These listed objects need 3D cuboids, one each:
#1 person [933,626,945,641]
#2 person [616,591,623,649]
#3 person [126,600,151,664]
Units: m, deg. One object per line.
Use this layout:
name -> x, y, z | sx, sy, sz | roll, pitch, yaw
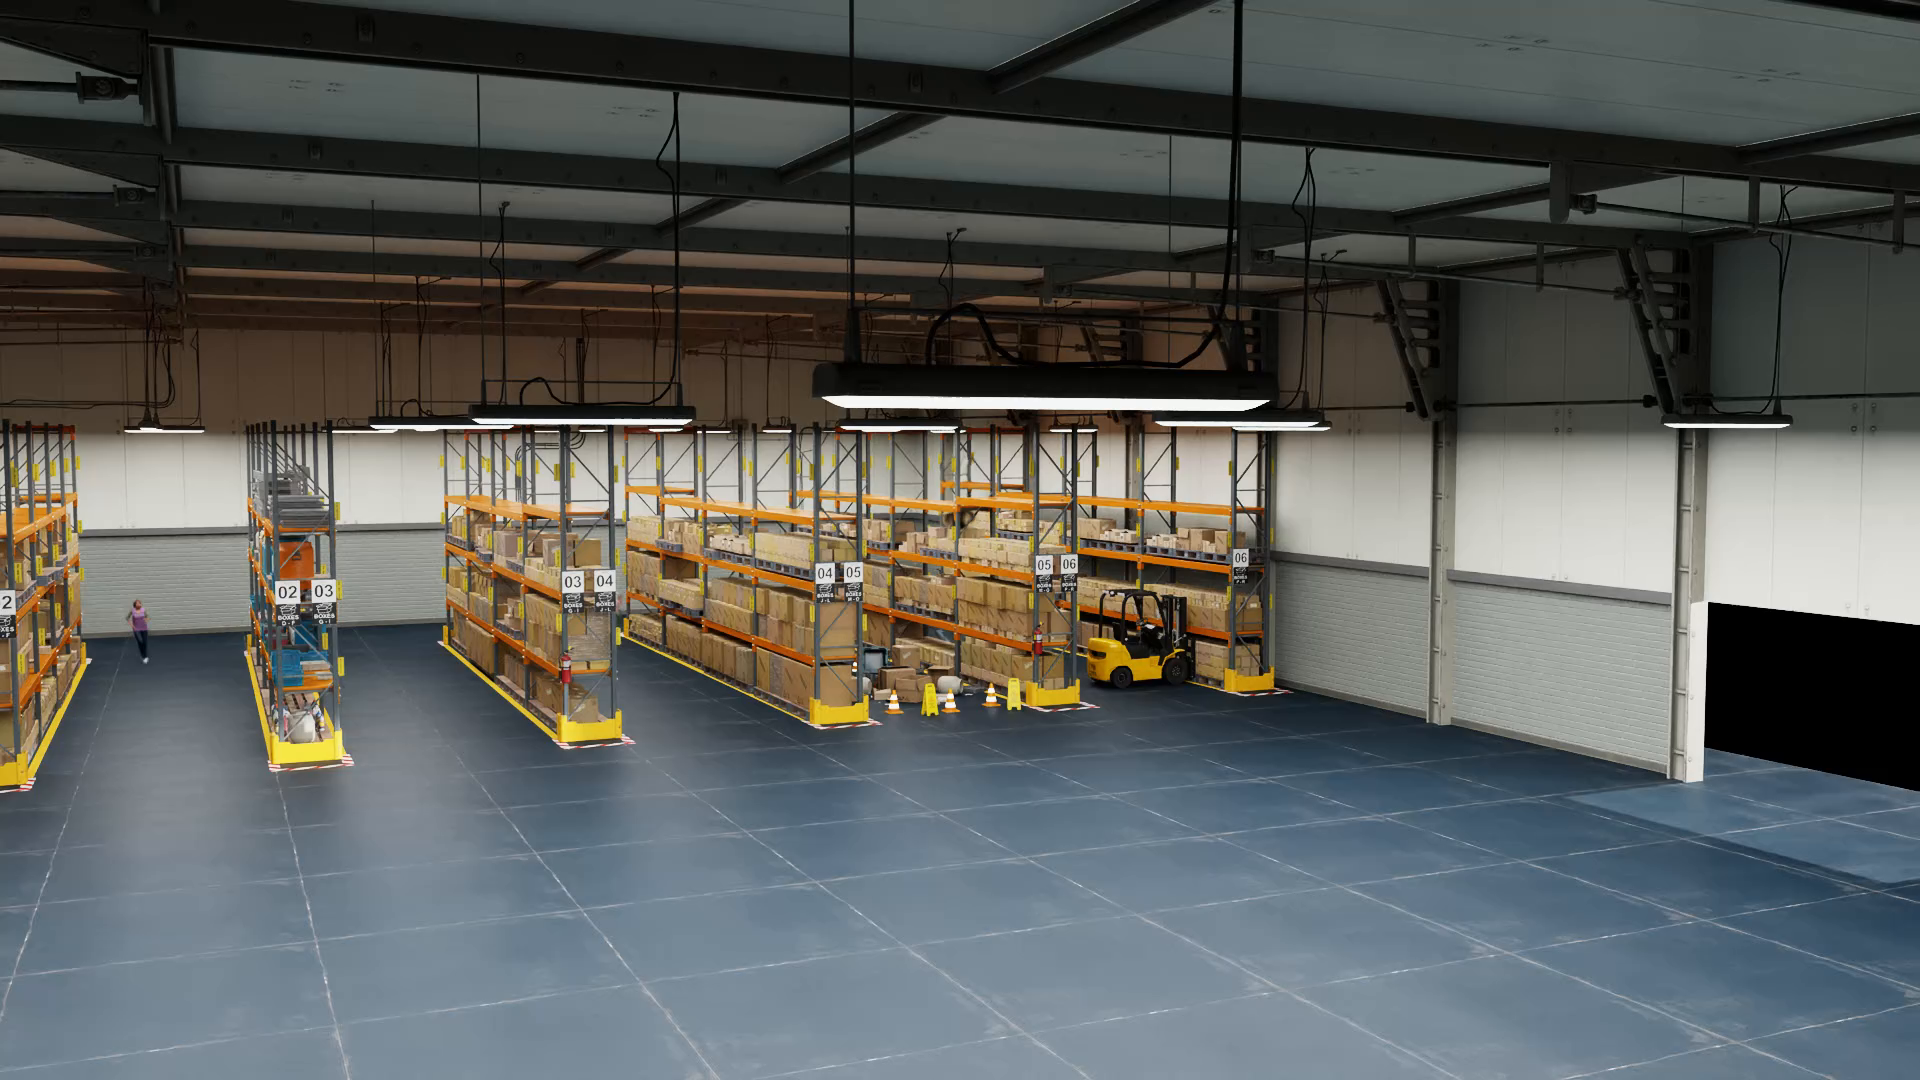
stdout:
person -> -0.579, 2.038, 44.310 | 0.696, 1.759, 0.988 | -2, 4, -27
person -> -9.448, 2.005, 45.081 | 0.655, 1.793, 0.985 | -2, 4, -25
person -> -20.678, 2.312, 41.903 | 0.535, 1.642, 0.703 | -3, 5, -41
